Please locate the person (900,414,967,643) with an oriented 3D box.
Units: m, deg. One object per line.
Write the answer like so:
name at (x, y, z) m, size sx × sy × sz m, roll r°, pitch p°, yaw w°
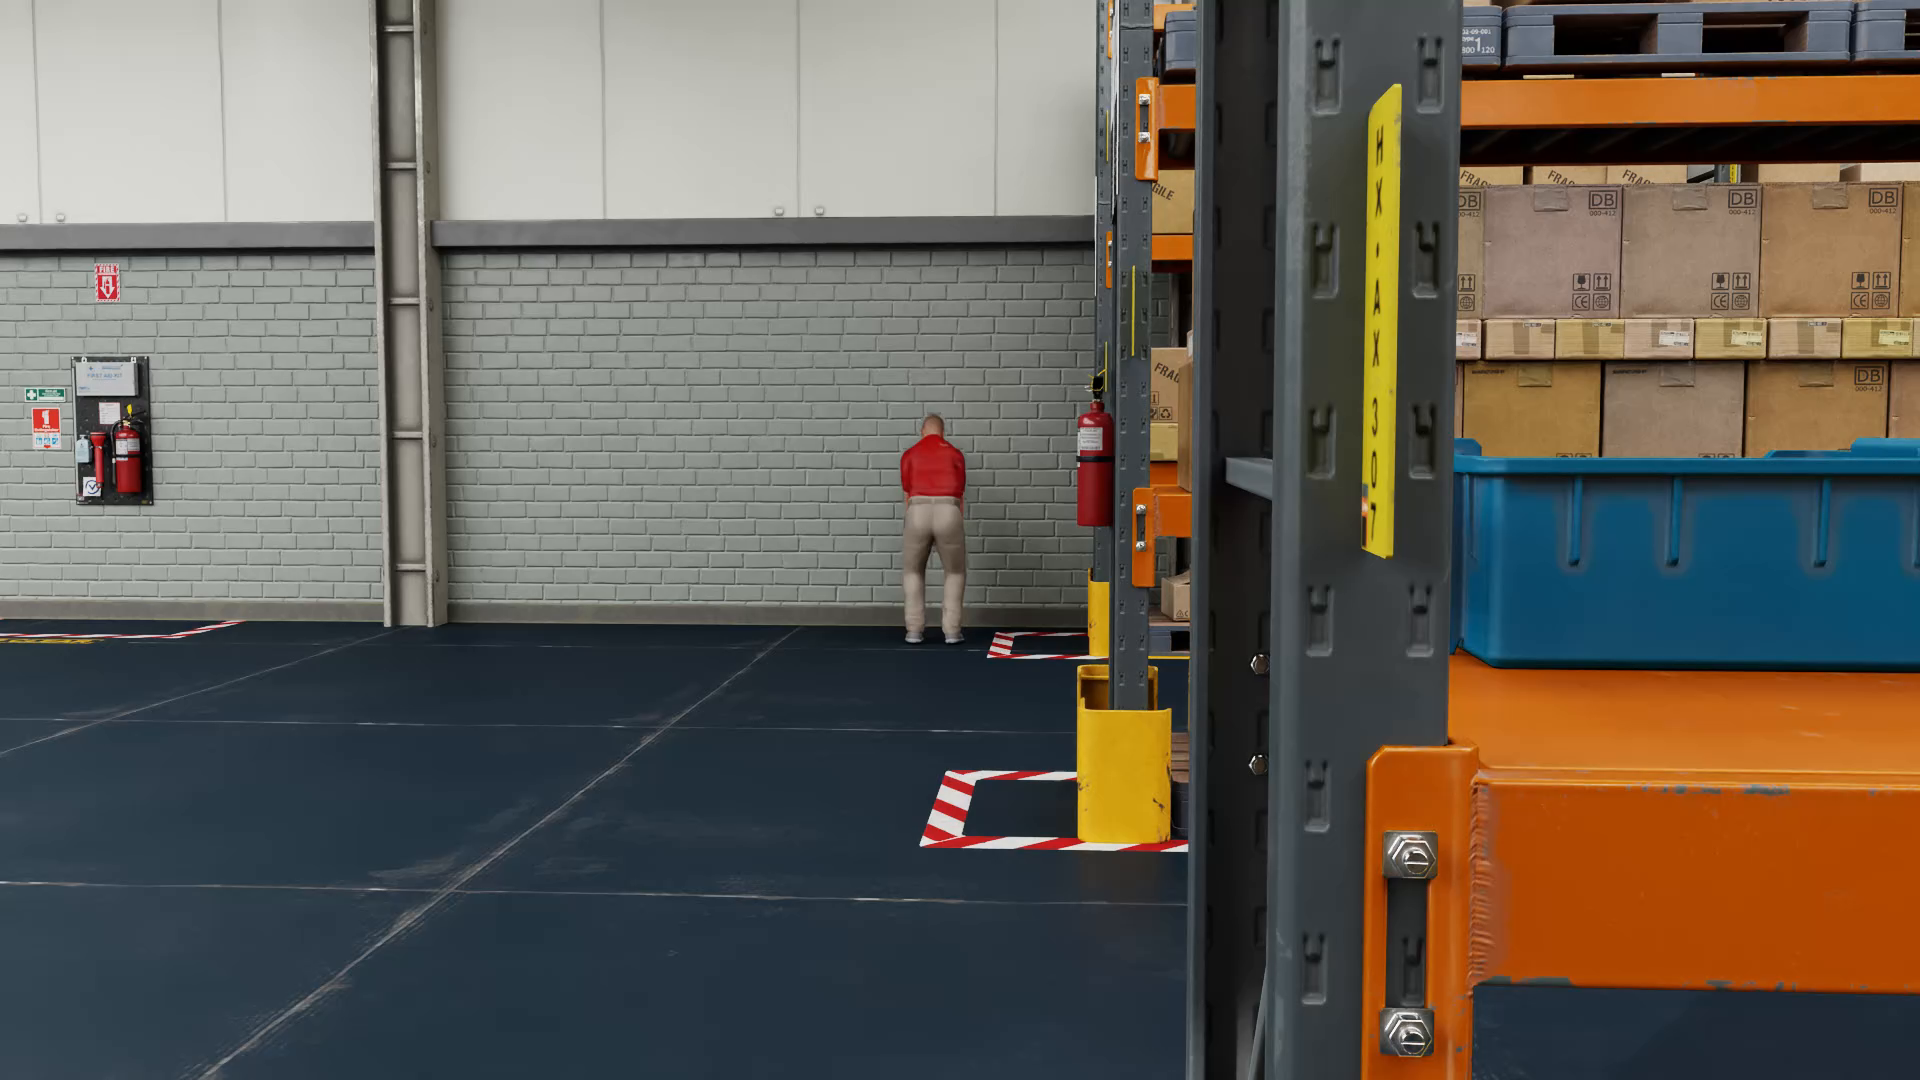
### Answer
person at (-0.191, -0.084, 11.898) m, size 0.484 × 1.632 × 0.622 m, roll 0°, pitch 4°, yaw 2°
